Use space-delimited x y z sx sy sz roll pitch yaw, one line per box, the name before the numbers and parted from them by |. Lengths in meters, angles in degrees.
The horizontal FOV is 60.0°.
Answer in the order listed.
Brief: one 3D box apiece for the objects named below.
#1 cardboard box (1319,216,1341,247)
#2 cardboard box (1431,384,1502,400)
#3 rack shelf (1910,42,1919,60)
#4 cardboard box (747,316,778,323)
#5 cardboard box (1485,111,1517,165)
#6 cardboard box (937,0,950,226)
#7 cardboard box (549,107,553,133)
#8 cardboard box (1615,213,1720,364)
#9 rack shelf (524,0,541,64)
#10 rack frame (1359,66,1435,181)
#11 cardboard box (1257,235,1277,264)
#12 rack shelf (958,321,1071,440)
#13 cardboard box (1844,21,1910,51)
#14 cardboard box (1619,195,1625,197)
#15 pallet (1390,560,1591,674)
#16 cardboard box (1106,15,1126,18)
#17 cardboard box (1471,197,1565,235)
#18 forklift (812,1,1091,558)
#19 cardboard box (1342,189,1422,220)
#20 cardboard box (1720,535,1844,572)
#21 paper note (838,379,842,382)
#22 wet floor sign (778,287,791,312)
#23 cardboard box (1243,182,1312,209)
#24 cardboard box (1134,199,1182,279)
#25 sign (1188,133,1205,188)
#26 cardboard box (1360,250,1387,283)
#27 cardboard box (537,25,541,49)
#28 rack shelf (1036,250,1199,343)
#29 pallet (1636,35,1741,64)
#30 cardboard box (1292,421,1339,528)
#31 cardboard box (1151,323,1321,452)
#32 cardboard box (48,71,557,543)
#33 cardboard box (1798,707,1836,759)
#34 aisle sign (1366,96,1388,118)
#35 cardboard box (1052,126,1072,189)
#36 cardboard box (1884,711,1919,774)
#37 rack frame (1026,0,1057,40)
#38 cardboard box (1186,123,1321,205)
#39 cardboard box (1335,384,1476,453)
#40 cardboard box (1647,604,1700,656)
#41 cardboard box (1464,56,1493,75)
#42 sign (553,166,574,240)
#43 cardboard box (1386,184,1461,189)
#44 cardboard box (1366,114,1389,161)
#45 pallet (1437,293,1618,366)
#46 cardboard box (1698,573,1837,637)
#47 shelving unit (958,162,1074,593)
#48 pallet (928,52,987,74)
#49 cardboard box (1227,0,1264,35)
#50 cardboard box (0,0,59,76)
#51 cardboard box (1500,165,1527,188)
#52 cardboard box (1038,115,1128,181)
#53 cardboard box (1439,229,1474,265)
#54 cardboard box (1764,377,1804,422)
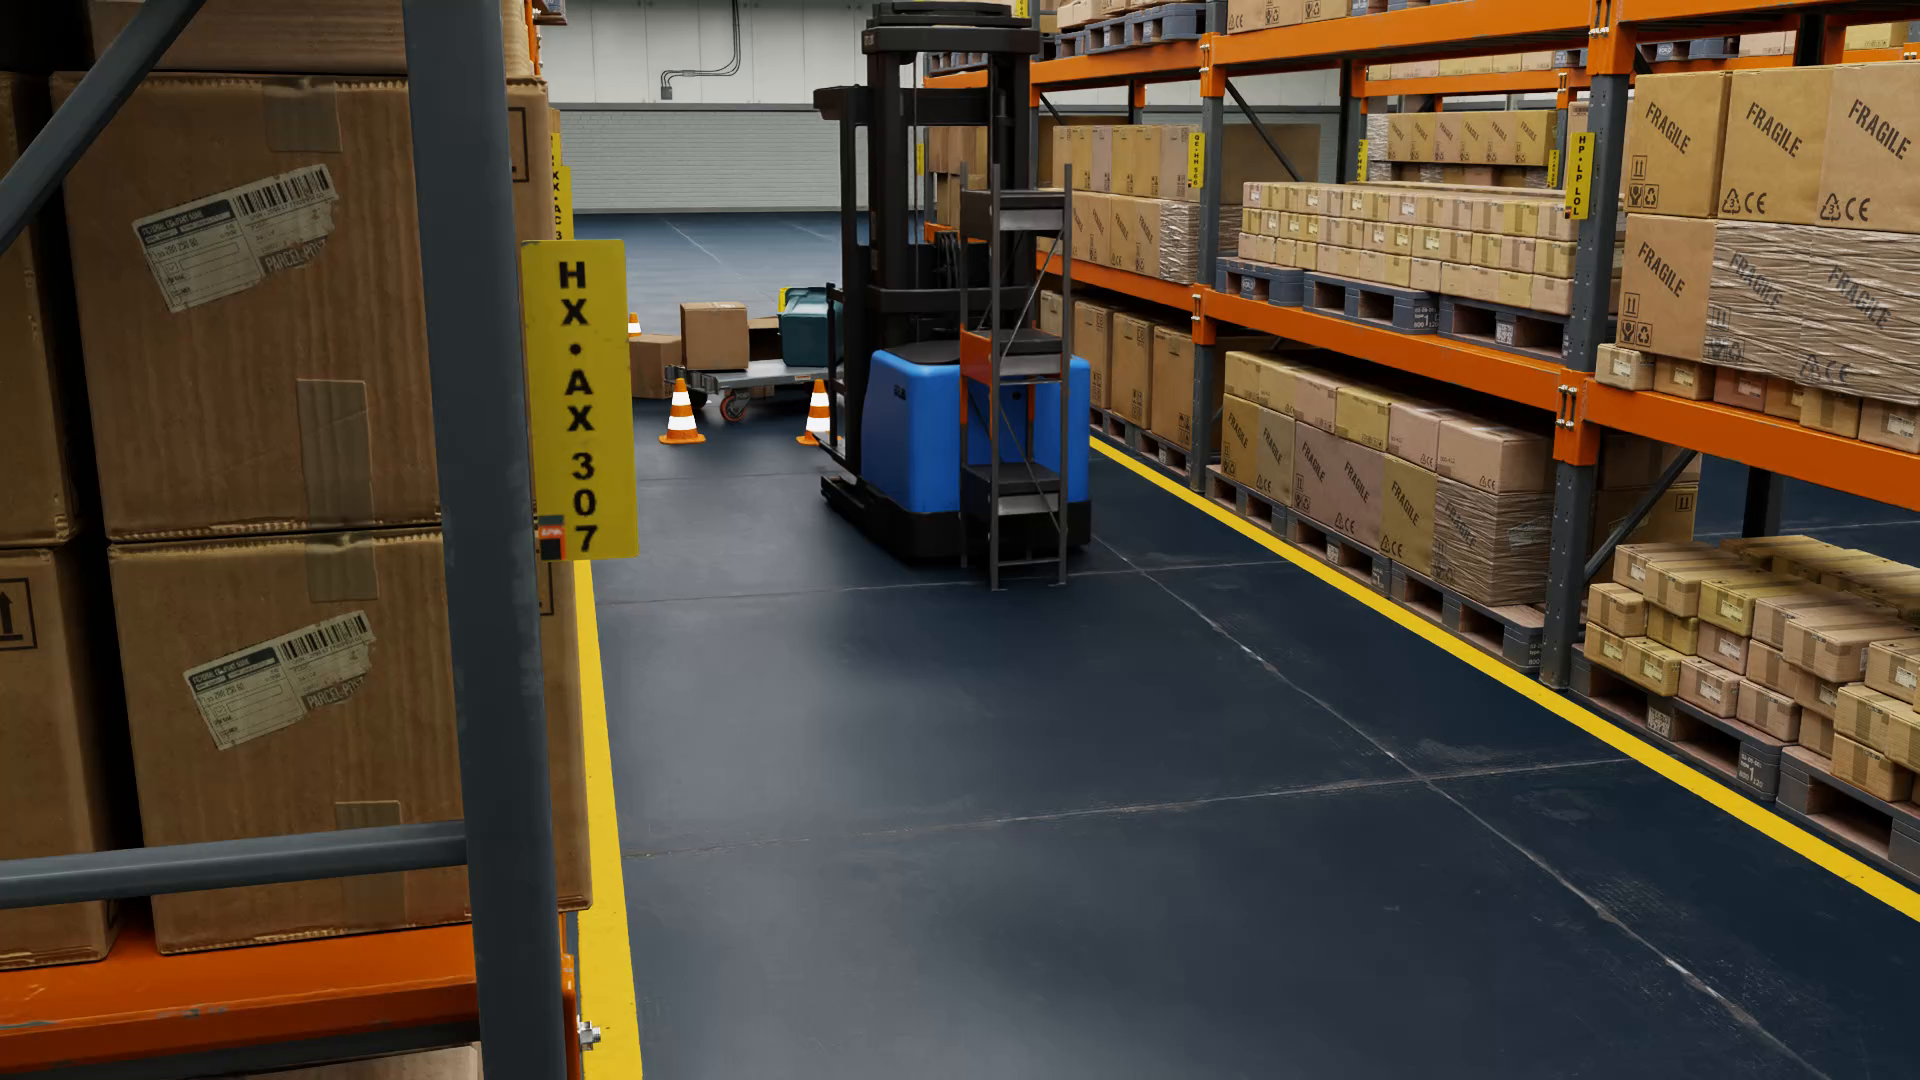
cardboard box | 2.153 -1.659 8.913 0.380 0.149 0.250 -3 14 -13
cardboard box | 2.765 -0.651 8.575 0.500 0.250 0.500 -3 14 -11
rack shelf | 7.300 -2.694 9.328 1.077 0.370 4.000 -3 14 -13
cardboard box | -1.808 -1.864 15.996 0.637 0.503 0.797 10 17 35
cardboard box | 5.399 -3.853 15.933 0.500 0.500 0.500 -3 14 -13
cardboard box | 0.218 -4.444 17.280 1.002 2.307 0.870 -3 14 -14
cardboard box | -3.733 -3.329 13.790 0.700 0.500 0.500 -3 14 -13
cardboard box | 2.796 -0.936 6.102 0.500 0.500 0.500 -4 14 -14
rack shelf | -1.393 -1.219 3.290 1.077 0.370 4.000 -3 14 -13
rack frame | 4.952 -3.893 19.041 1.000 3.000 0.127 -3 14 -13
cardboard box | 1.957 -1.700 9.709 0.380 0.149 0.250 -3 14 -10
rack shelf | 0.270 -0.813 8.387 0.431 0.518 0.480 -4 14 -18
cardboard box | 6.480 -3.528 11.542 0.500 0.250 0.500 -3 14 -13
cardboard box | 3.094 -1.540 7.801 0.380 0.149 0.250 -3 14 -14
pallet | 2.741 0.304 7.740 1.003 0.211 1.213 -3 14 -13
cardboard box | 1.280 -3.918 12.011 0.396 0.266 0.258 -3 14 -13
cardboard box | 2.518 -1.446 7.416 0.380 0.149 0.250 -4 14 -15
forklift | -0.229 -1.634 9.940 1.130 2.935 3.031 -4 14 -18
cardboard box | 2.216 -1.745 8.639 0.380 0.149 0.250 -3 14 -11
cardboard box | 3.262 0.088 6.616 0.380 0.149 0.250 -3 14 -12
paper note | -1.052 -1.482 15.446 0.172 0.023 0.155 2 14 6
wet floor sign | -1.825 -2.392 17.860 0.267 0.644 0.232 -6 15 -23
cardboard box | 1.907 -2.047 9.876 0.380 0.149 0.250 -3 14 -13
cardboard box | 1.503 -2.047 11.275 0.500 0.500 0.500 -3 14 -13
sign | 1.447 -2.325 10.184 0.100 0.325 0.005 -3 14 -13
cardboard box | 2.267 -1.396 8.465 0.380 0.149 0.250 -4 14 -15
cardboard box | -3.814 -4.298 14.069 0.500 0.250 0.500 -3 14 -13
rack shelf | 1.516 -1.906 12.425 1.077 0.370 4.000 -3 14 -13
pallet | 6.179 -3.949 13.345 1.213 0.211 1.003 -3 14 -13
cardboard box | 2.150 -0.373 9.014 0.500 0.500 0.500 -4 14 -15
cardboard box | 1.930 -1.051 11.264 1.050 0.750 0.750 -3 14 -14
cardboard box | -0.759 -0.310 2.060 0.500 0.500 0.500 -4 14 -14
cardboard box | 3.075 0.643 5.597 0.380 0.149 0.250 -4 14 -16
aisle sign | 4.645 -5.153 18.723 0.394 0.787 0.004 -3 14 -13
cardboard box | 1.168 -3.137 13.630 0.700 0.500 0.500 -4 14 -14
cardboard box | 3.071 0.621 5.060 0.380 0.149 0.250 -3 14 -13
rack frame | 1.046 -5.631 13.516 1.000 3.000 0.127 -3 14 -13
cardboard box | 1.890 -2.433 10.747 0.700 0.500 0.500 -3 14 -13
cardboard box | 2.259 -0.624 8.462 0.500 0.250 0.500 -4 14 -16
cardboard box | 2.846 0.320 6.294 0.380 0.149 0.250 -3 14 -13
cardboard box | 5.293 -4.683 16.273 0.500 0.250 0.500 -3 14 -14
sign | -1.324 -1.063 5.465 0.100 0.325 0.005 -3 14 -13
cardboard box | 2.665 -1.959 9.517 0.380 0.149 0.250 -3 14 -11
cardboard box | 4.816 -4.430 18.294 0.500 0.500 0.500 -3 14 -13
pallet | 2.887 -0.963 7.452 1.003 0.211 1.213 -3 14 -13
cardboard box | 2.919 0.234 6.018 0.380 0.149 0.250 -3 14 -14
shelving unit | 0.270 -0.826 8.384 0.431 2.100 0.503 -4 14 -18
pallet | 0.291 -4.883 16.962 1.003 0.211 1.213 -3 14 -13
cardboard box | 1.861 -3.153 9.483 0.500 0.500 0.500 -3 14 -13
cardboard box | -1.202 -0.571 1.758 0.380 0.149 0.250 -3 14 -12
cardboard box | 5.762 -3.388 16.136 0.875 0.500 0.500 -3 14 -13
cardboard box | 0.993 -3.402 14.439 0.875 0.550 0.550 -3 14 -13
cardboard box | 2.452 -1.360 7.690 0.380 0.149 0.250 -4 14 -15
cardboard box | 2.978 -0.489 5.637 0.380 0.149 0.250 -4 14 -16
